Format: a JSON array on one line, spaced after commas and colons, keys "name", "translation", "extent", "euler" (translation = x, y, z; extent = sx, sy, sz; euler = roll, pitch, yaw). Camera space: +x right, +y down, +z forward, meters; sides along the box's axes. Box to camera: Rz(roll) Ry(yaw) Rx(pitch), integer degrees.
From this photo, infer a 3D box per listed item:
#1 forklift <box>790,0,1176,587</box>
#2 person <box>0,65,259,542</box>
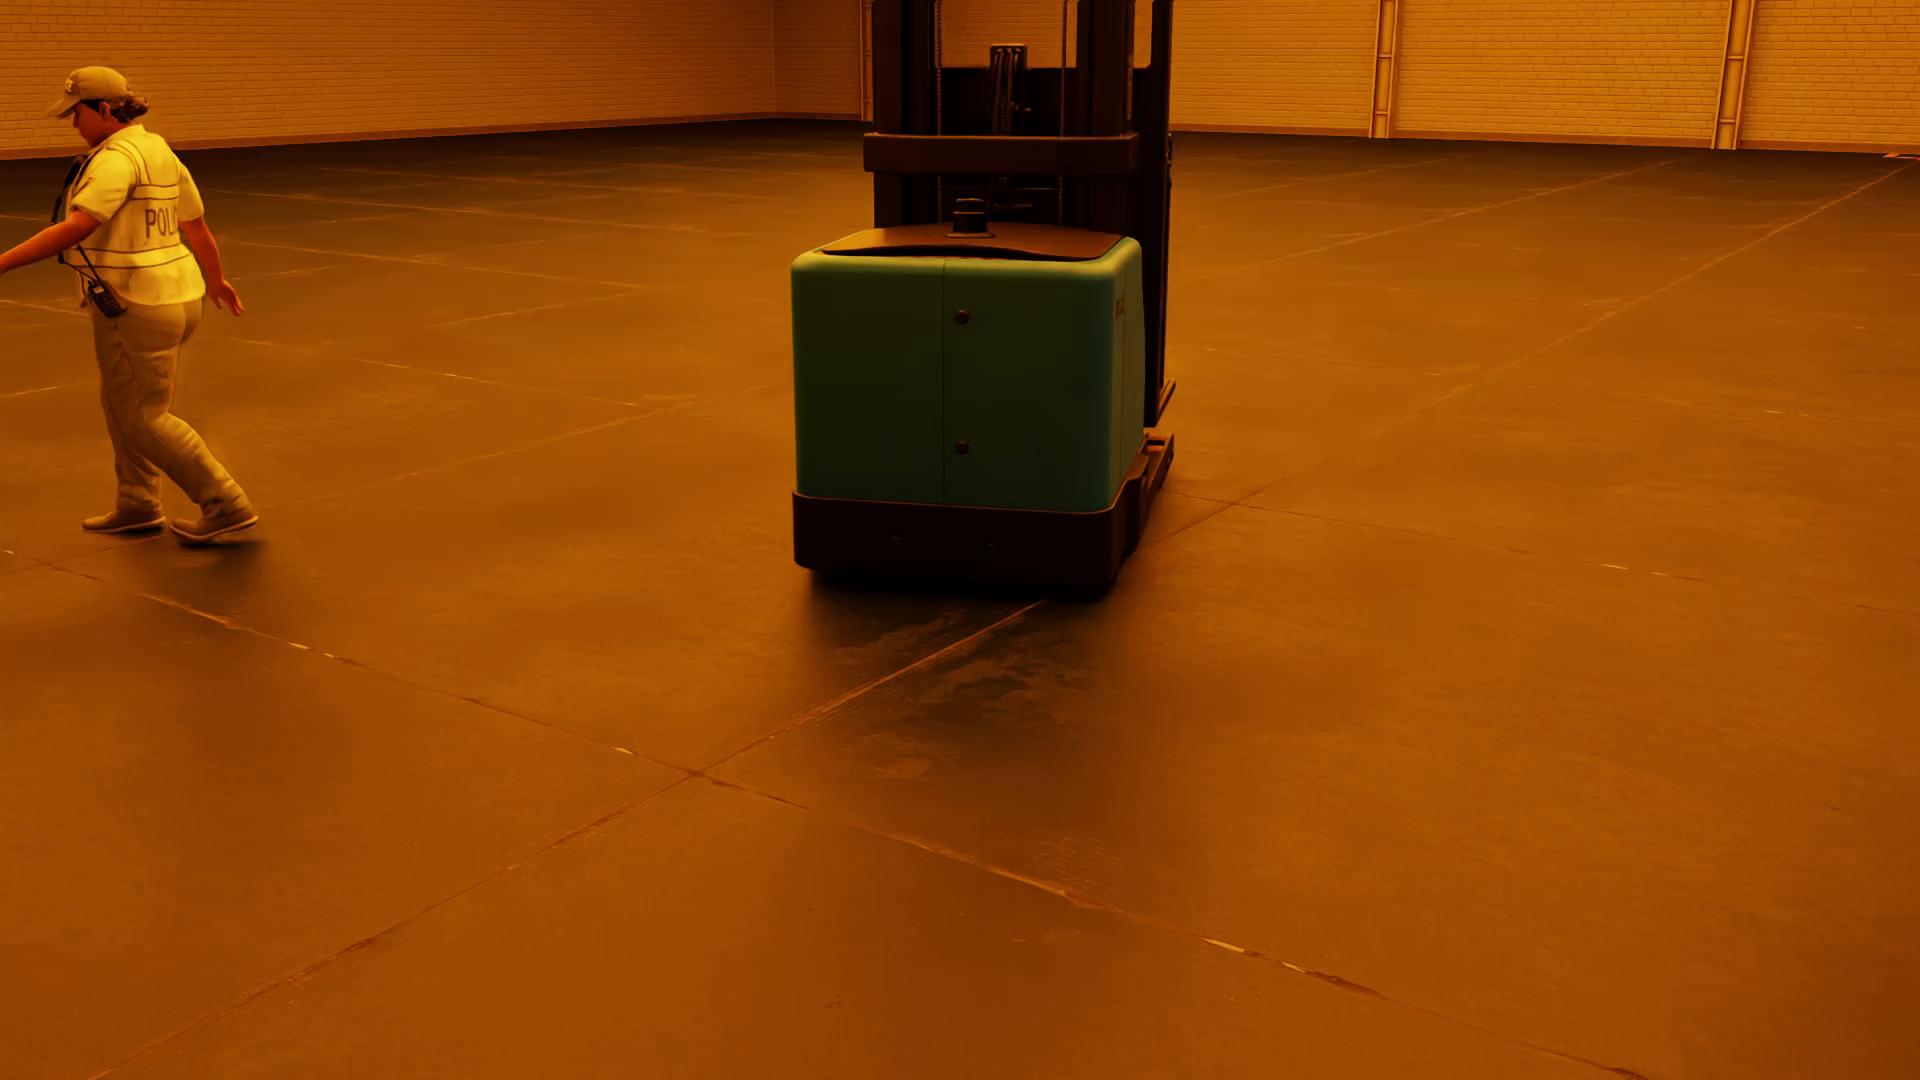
[{"name": "forklift", "translation": [0.272, -1.638, 6.309], "extent": [1.130, 2.935, 3.031], "euler": [4, 17, 12]}, {"name": "person", "translation": [-2.875, -0.801, 5.801], "extent": [0.718, 1.644, 0.884], "euler": [-1, 17, -4]}]
